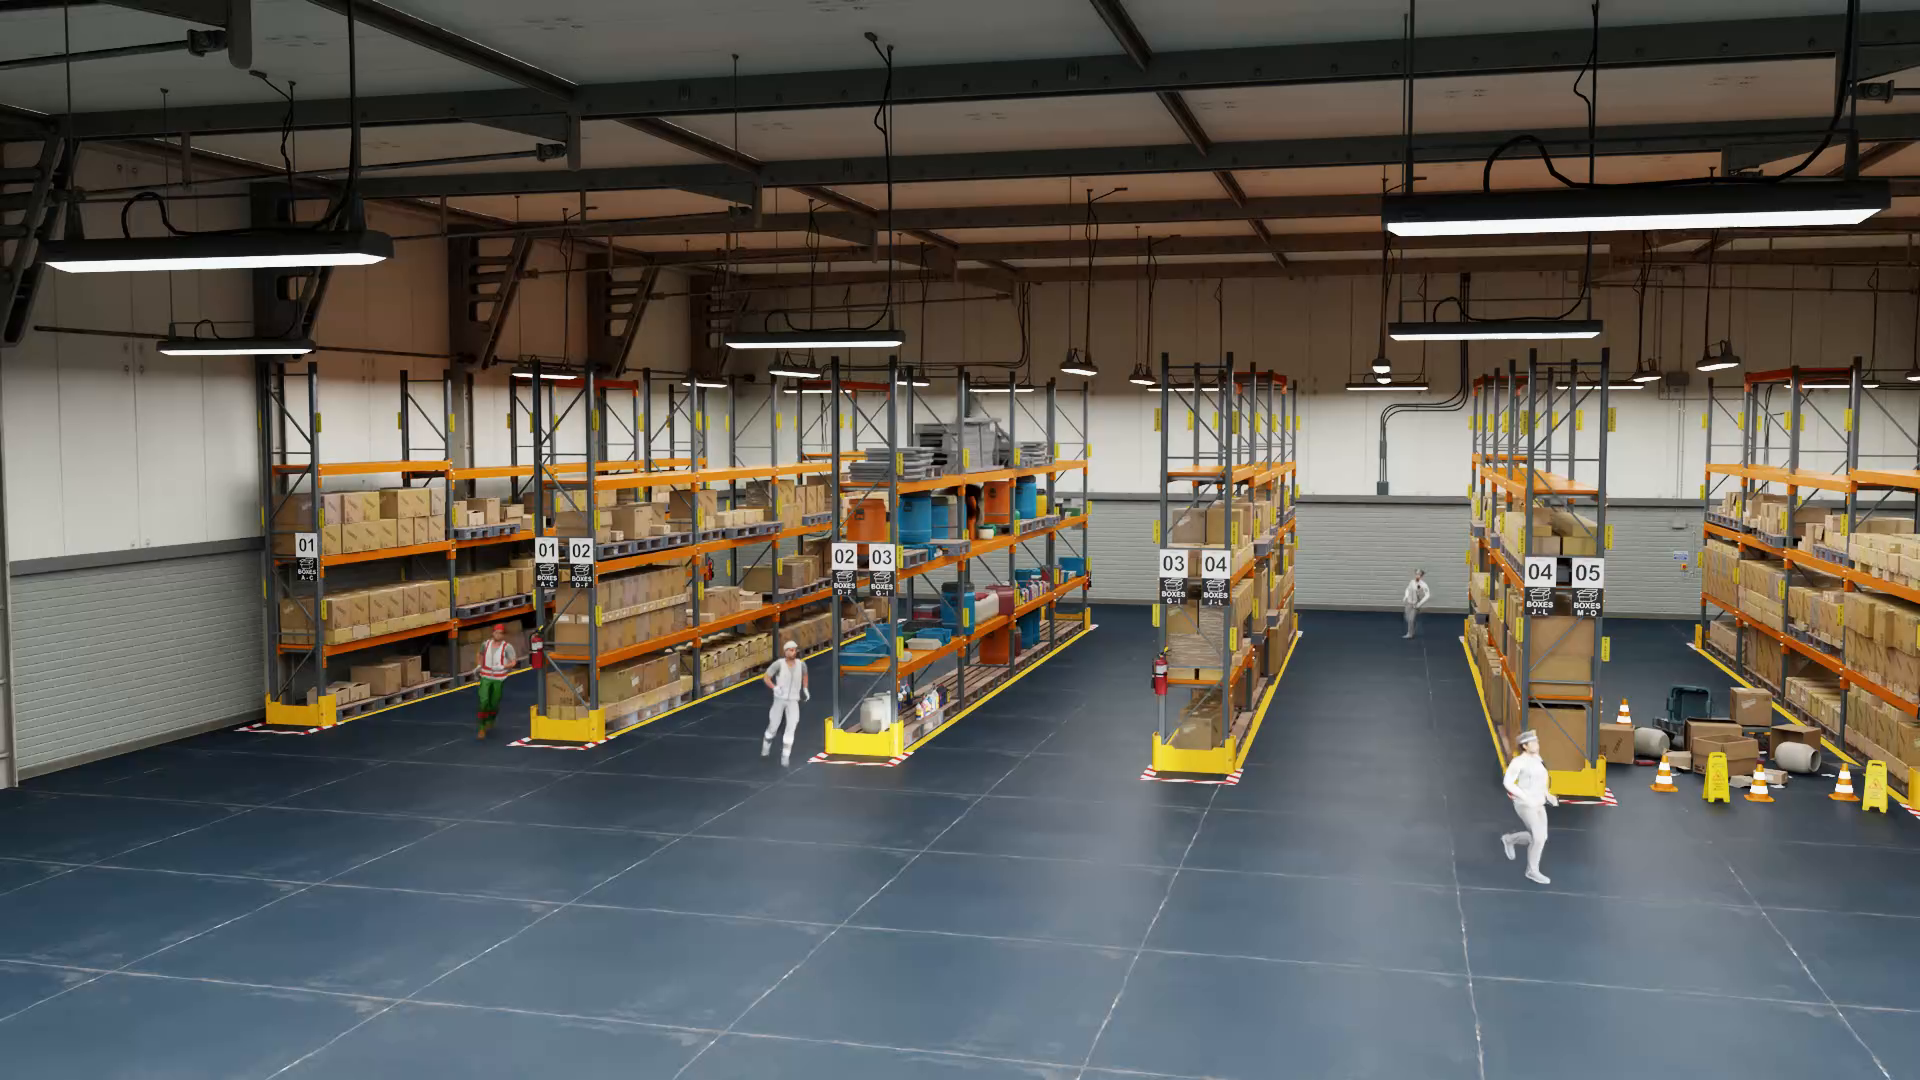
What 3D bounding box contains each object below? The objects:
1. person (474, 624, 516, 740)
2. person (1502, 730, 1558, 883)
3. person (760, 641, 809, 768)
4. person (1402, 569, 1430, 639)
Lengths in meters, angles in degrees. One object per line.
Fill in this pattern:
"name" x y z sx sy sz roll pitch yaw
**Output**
"person" -7.444 2.243 26.651 0.671 1.807 0.809 -1 4 -10
"person" 6.218 2.901 18.282 0.618 1.668 0.609 -3 5 -39
"person" -2.550 2.386 24.565 0.723 1.796 0.875 -1 4 -18
"person" 10.628 1.478 38.615 0.531 1.644 0.667 -3 5 -41
